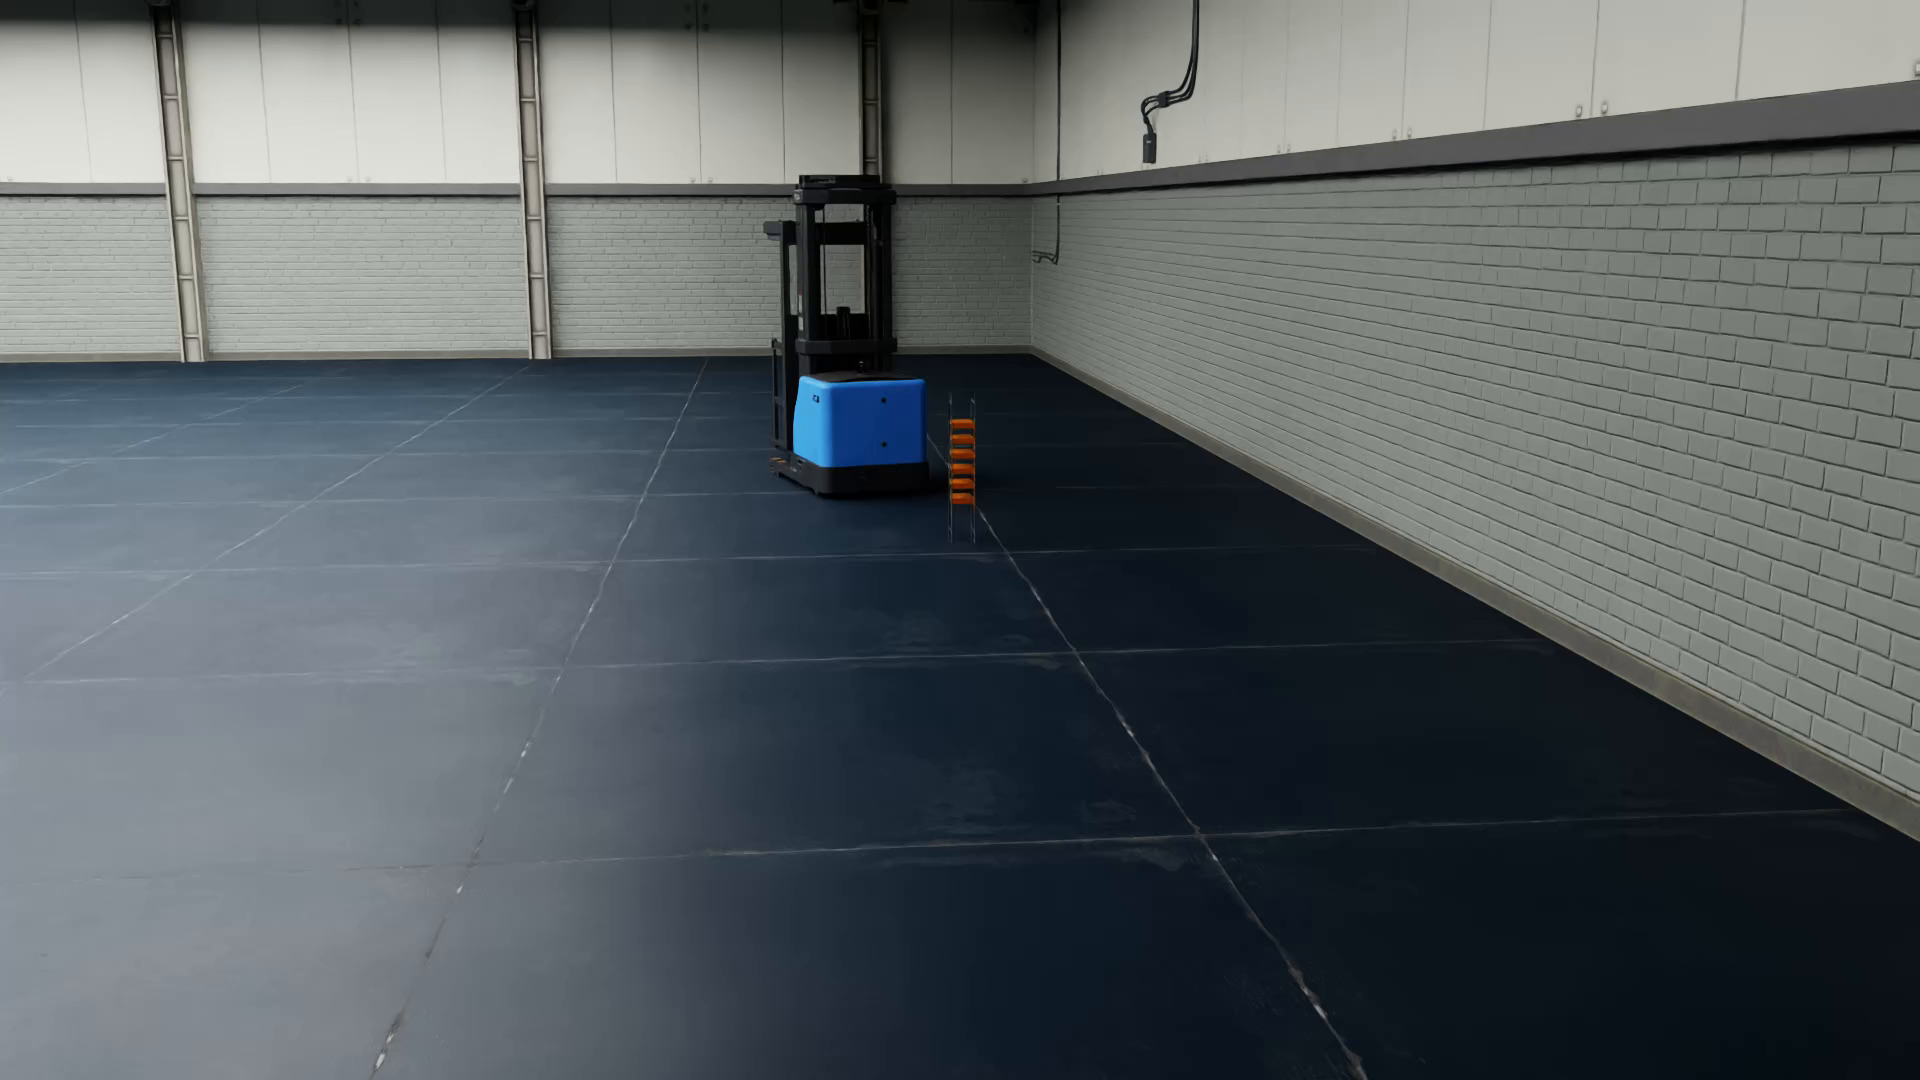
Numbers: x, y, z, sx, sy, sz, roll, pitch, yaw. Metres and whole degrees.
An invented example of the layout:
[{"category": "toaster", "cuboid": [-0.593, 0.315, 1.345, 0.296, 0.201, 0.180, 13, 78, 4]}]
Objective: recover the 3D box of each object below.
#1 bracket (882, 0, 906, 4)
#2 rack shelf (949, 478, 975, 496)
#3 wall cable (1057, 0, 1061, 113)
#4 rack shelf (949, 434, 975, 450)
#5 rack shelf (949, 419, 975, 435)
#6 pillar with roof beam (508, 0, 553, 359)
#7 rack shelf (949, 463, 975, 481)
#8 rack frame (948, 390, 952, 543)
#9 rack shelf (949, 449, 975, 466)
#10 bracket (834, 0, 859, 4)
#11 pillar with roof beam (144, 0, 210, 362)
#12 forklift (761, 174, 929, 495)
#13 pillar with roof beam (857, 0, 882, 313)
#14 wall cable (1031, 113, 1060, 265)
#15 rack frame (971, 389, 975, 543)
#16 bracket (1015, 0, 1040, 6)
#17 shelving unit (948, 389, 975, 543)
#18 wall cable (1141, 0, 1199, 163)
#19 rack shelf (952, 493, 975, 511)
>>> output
[{"category": "bracket", "cuboid": [-1.165, -9.538, 29.227, 0.430, 0.232, 0.235, -1, 11, -6]}, {"category": "rack shelf", "cuboid": [0.014, -0.428, 13.286, 0.180, 0.103, 0.258, -1, 11, -6]}, {"category": "wall cable", "cuboid": [1.748, -8.075, 26.072, 0.112, 2.526, 3.097, -1, 11, -6]}, {"category": "rack shelf", "cuboid": [0.014, -0.781, 13.216, 0.180, 0.103, 0.258, -1, 11, -6]}, {"category": "rack shelf", "cuboid": [0.014, -0.899, 13.193, 0.180, 0.103, 0.258, -1, 11, -6]}, {"category": "pillar with roof beam", "cuboid": [-7.116, -6.881, 25.041, 0.548, 9.000, 9.100, -1, 11, -6]}, {"category": "rack shelf", "cuboid": [0.014, -0.545, 13.262, 0.180, 0.103, 0.258, -1, 11, -6]}, {"category": "rack frame", "cuboid": [-0.077, -0.587, 13.244, 0.006, 1.200, 0.240, -1, 11, -6]}, {"category": "rack shelf", "cuboid": [0.014, -0.663, 13.239, 0.180, 0.103, 0.258, -1, 11, -6]}, {"category": "bracket", "cuboid": [-1.990, -9.521, 29.139, 0.430, 0.232, 0.235, -1, 11, -6]}, {"category": "pillar with roof beam", "cuboid": [-13.081, -6.756, 24.406, 0.548, 9.000, 9.100, -1, 11, -6]}, {"category": "forklift", "cuboid": [-1.288, -2.093, 16.416, 1.130, 2.935, 3.031, -4, 12, -20]}, {"category": "pillar with roof beam", "cuboid": [-1.151, -7.006, 25.677, 0.548, 9.000, 9.100, -1, 11, -6]}, {"category": "wall cable", "cuboid": [1.456, -6.116, 29.198, 0.112, 2.526, 3.097, -1, 11, -6]}, {"category": "rack frame", "cuboid": [0.105, -0.591, 13.264, 0.006, 1.200, 0.240, -1, 11, -6]}, {"category": "bracket", "cuboid": [1.191, -9.588, 29.478, 0.430, 0.232, 0.235, -1, 11, -6]}, {"category": "shelving unit", "cuboid": [0.014, -0.589, 13.254, 0.189, 1.200, 0.258, -1, 11, -6]}, {"category": "wall cable", "cuboid": [2.465, -7.487, 19.308, 0.169, 6.003, 2.305, -1, 11, -6]}, {"category": "rack shelf", "cuboid": [0.014, -0.310, 13.309, 0.180, 0.103, 0.258, -1, 11, -6]}]
